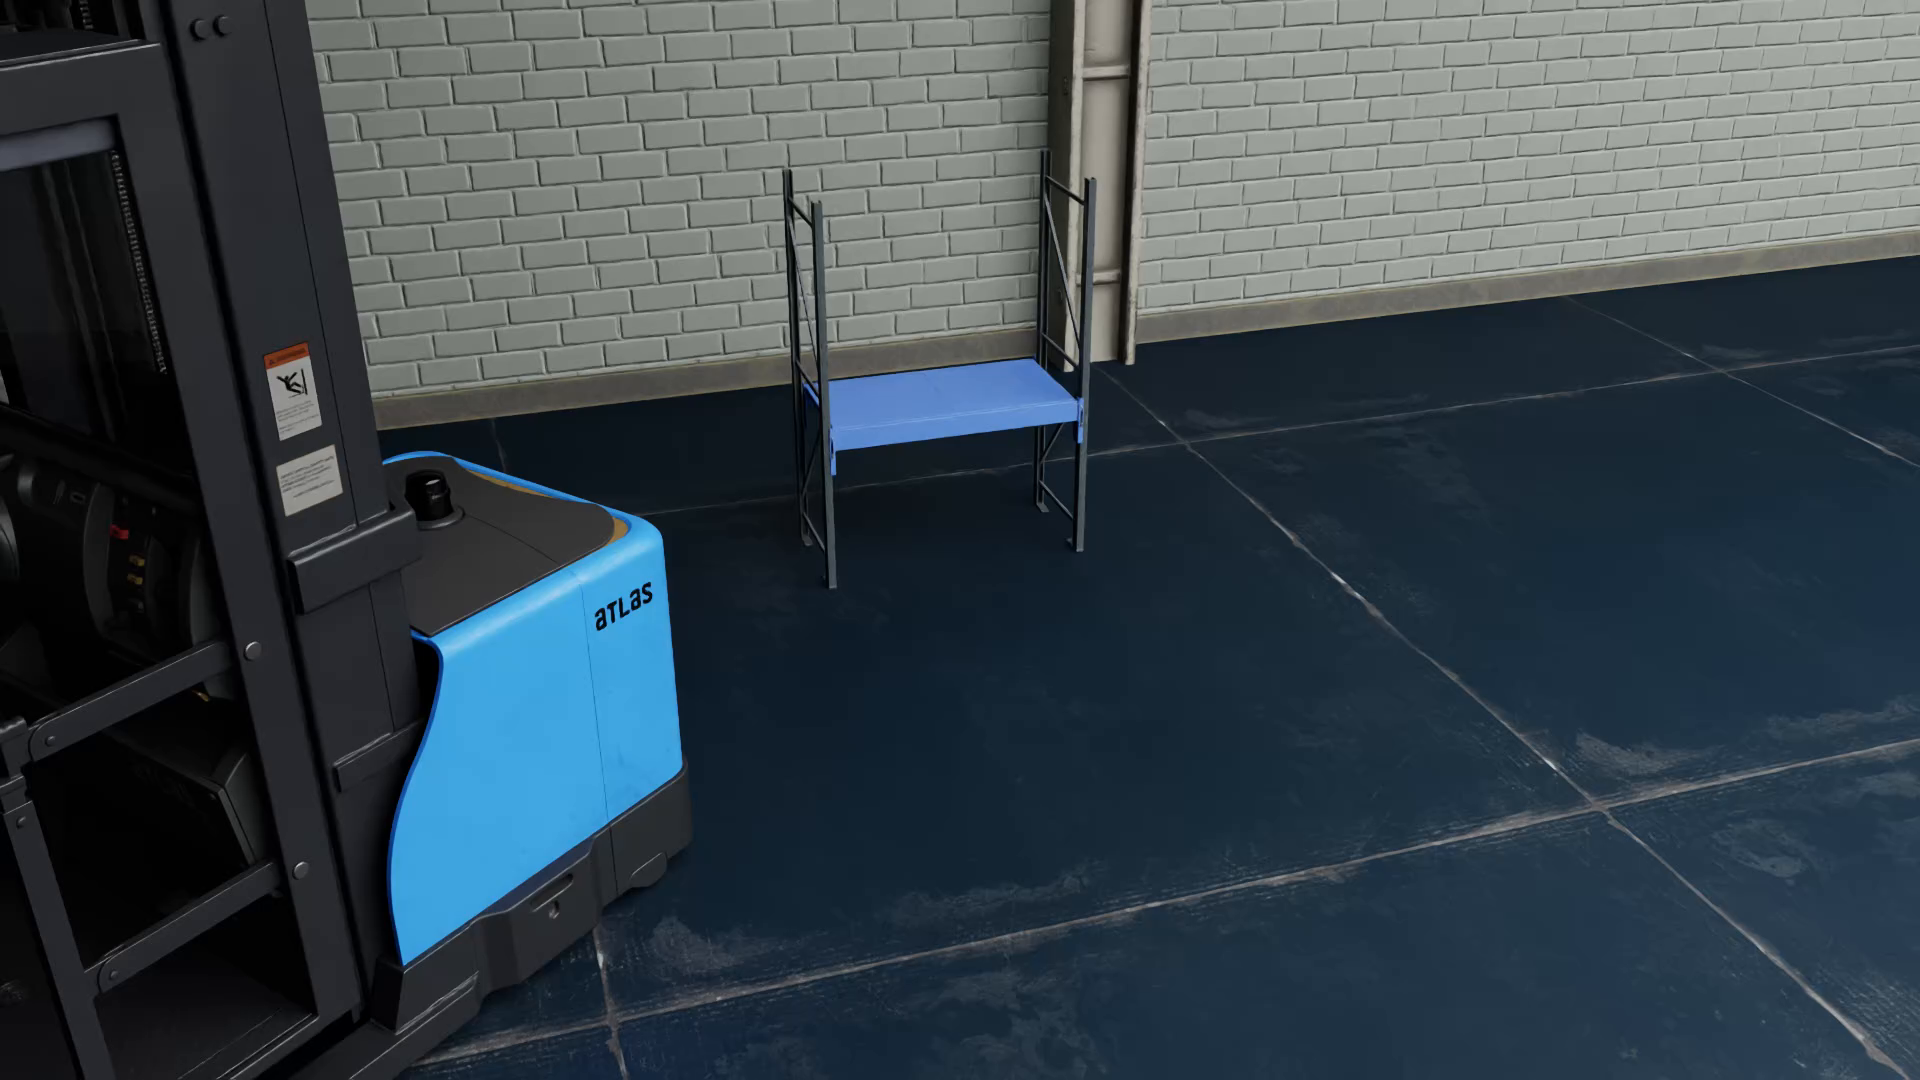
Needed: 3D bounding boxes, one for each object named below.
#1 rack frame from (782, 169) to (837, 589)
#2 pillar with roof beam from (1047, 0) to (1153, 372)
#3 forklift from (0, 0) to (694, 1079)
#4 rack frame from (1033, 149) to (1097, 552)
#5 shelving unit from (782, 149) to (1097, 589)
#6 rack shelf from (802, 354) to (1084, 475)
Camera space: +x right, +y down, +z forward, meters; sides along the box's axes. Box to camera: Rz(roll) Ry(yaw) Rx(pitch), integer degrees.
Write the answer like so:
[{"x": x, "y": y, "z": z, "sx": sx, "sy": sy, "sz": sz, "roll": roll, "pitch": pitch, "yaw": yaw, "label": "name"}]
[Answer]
[{"x": -0.564, "y": -0.590, "z": 6.252, "sx": 0.032, "sy": 1.500, "sz": 0.500, "roll": -8, "pitch": 28, "yaw": -16, "label": "rack frame"}, {"x": 2.001, "y": -3.158, "z": 2.991, "sx": 0.400, "sy": 9.000, "sz": 9.100, "roll": -8, "pitch": 28, "yaw": -16, "label": "pillar with roof beam"}, {"x": -2.012, "y": 0.031, "z": 3.392, "sx": 1.130, "sy": 2.935, "sz": 3.031, "roll": 16, "pitch": 31, "yaw": 30, "label": "forklift"}, {"x": 0.402, "y": -0.730, "z": 6.534, "sx": 0.032, "sy": 1.500, "sz": 0.500, "roll": -8, "pitch": 28, "yaw": -16, "label": "rack frame"}, {"x": -0.081, "y": -0.660, "z": 6.393, "sx": 1.048, "sy": 1.500, "sz": 0.538, "roll": -8, "pitch": 28, "yaw": -16, "label": "shelving unit"}, {"x": -0.081, "y": -0.499, "z": 6.473, "sx": 1.000, "sy": 0.185, "sz": 0.538, "roll": -8, "pitch": 28, "yaw": -16, "label": "rack shelf"}]
